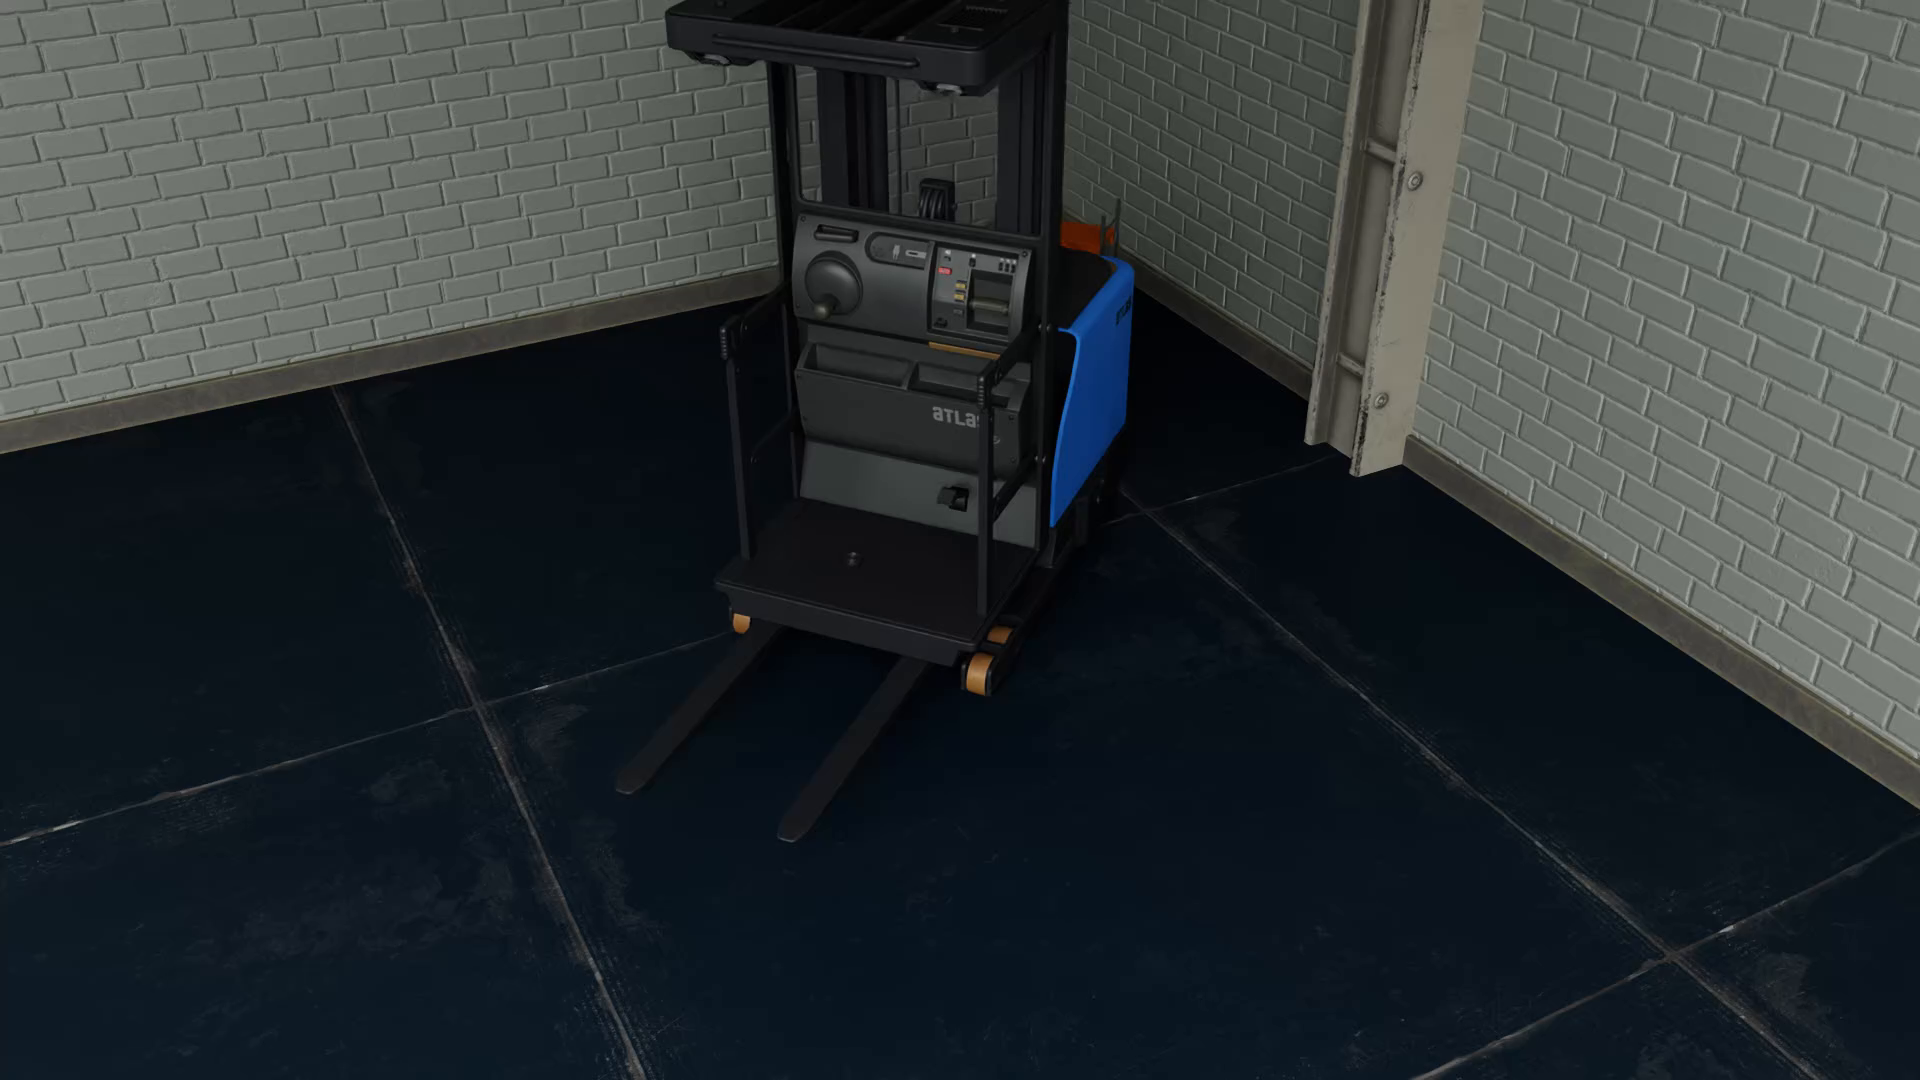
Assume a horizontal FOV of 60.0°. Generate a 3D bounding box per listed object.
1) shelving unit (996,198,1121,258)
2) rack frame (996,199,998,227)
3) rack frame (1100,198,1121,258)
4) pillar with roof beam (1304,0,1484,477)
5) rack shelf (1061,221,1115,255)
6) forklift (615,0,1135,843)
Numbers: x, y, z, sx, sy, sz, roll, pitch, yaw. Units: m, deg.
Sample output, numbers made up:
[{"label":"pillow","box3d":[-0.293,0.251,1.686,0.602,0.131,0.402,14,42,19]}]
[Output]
[{"label":"shelving unit","box3d":[0.433,-1.000,7.692,0.503,1.200,0.258,12,33,18]},{"label":"rack frame","box3d":[0.206,-1.049,7.768,0.015,1.200,0.240,12,33,18]},{"label":"rack frame","box3d":[0.659,-0.951,7.615,0.015,1.200,0.240,12,33,18]},{"label":"pillar with roof beam","box3d":[-1.930,-3.129,3.793,9.100,9.000,0.400,-16,36,-23]},{"label":"rack shelf","box3d":[0.437,-1.336,7.488,0.480,0.148,0.258,12,33,18]},{"label":"forklift","box3d":[-0.265,-0.902,5.940,1.130,2.935,3.031,13,35,19]}]
